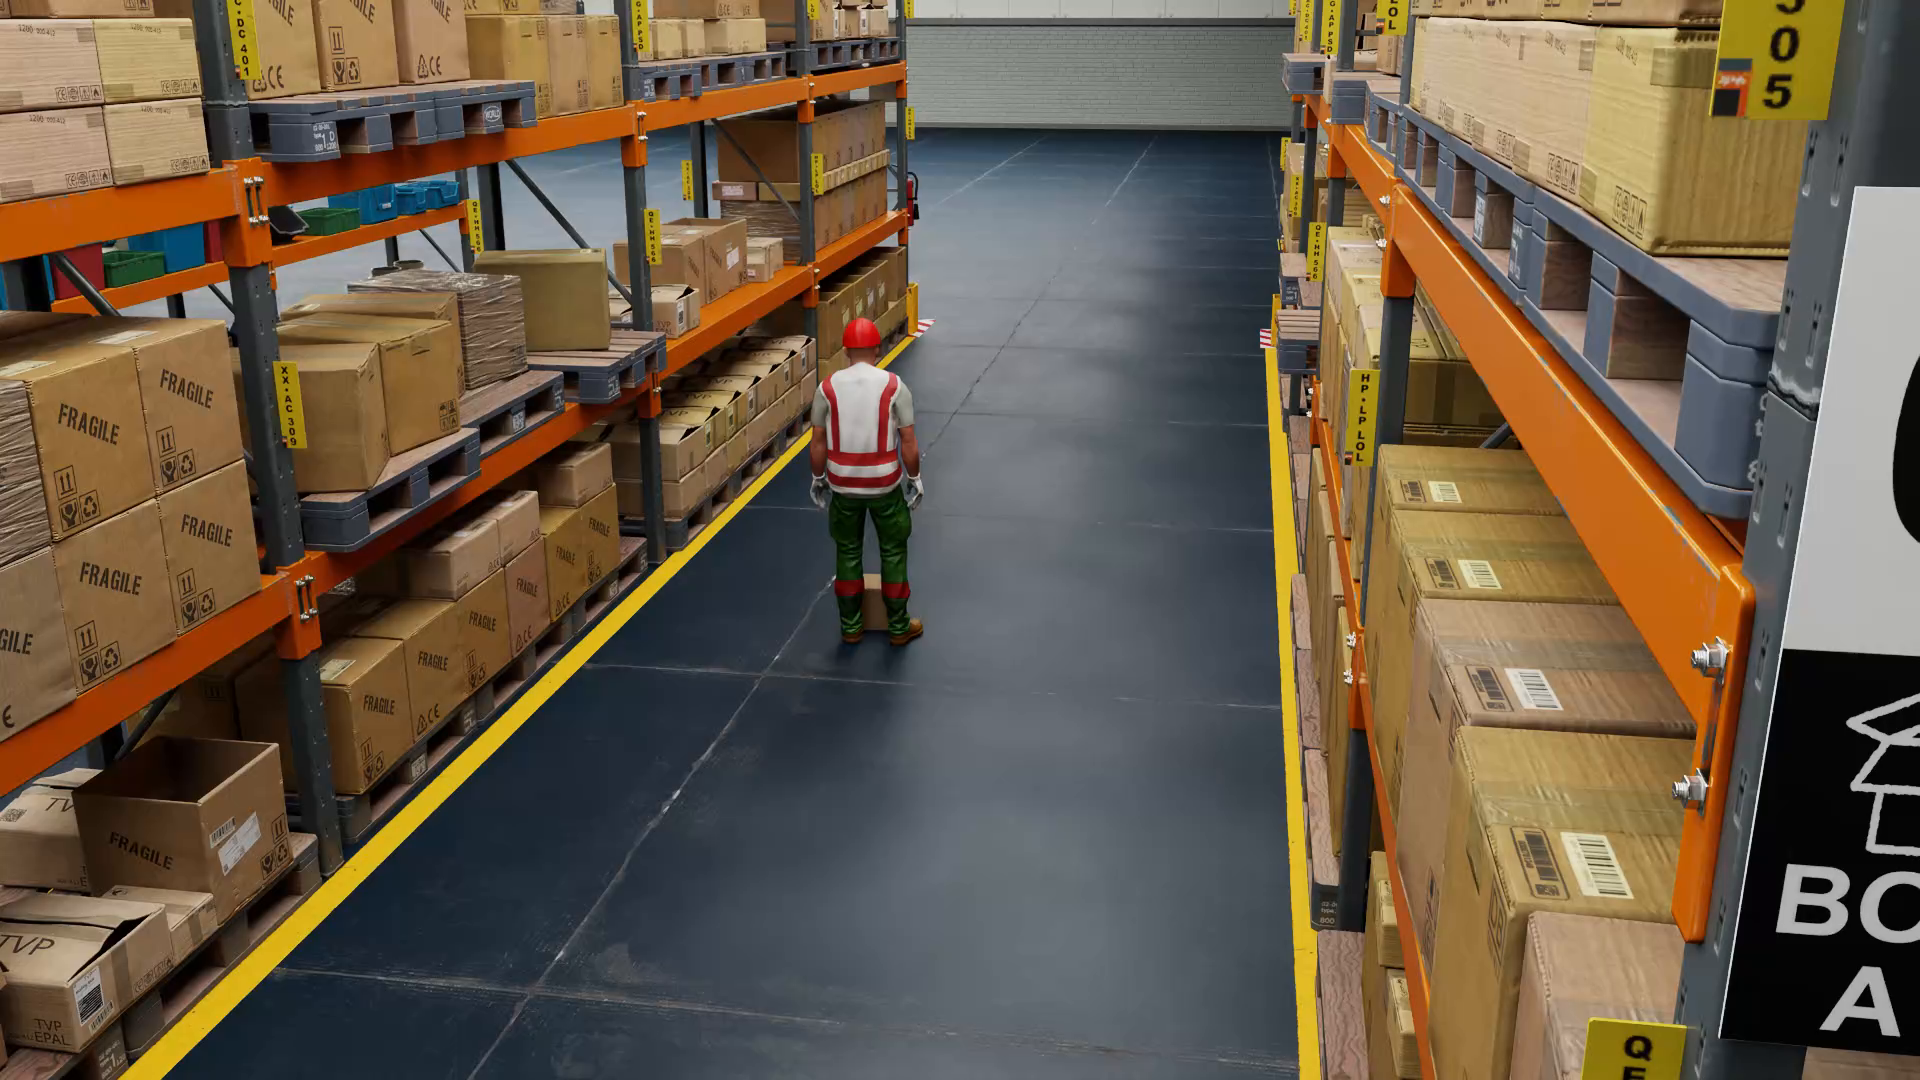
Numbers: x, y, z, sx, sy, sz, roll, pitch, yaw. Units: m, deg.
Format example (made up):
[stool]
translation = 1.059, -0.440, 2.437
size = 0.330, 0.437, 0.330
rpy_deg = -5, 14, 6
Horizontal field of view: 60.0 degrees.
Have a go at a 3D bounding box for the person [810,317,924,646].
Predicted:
[person]
translation = -0.506, -0.308, 8.990
size = 0.620, 1.780, 0.447
rpy_deg = 2, 18, 6
